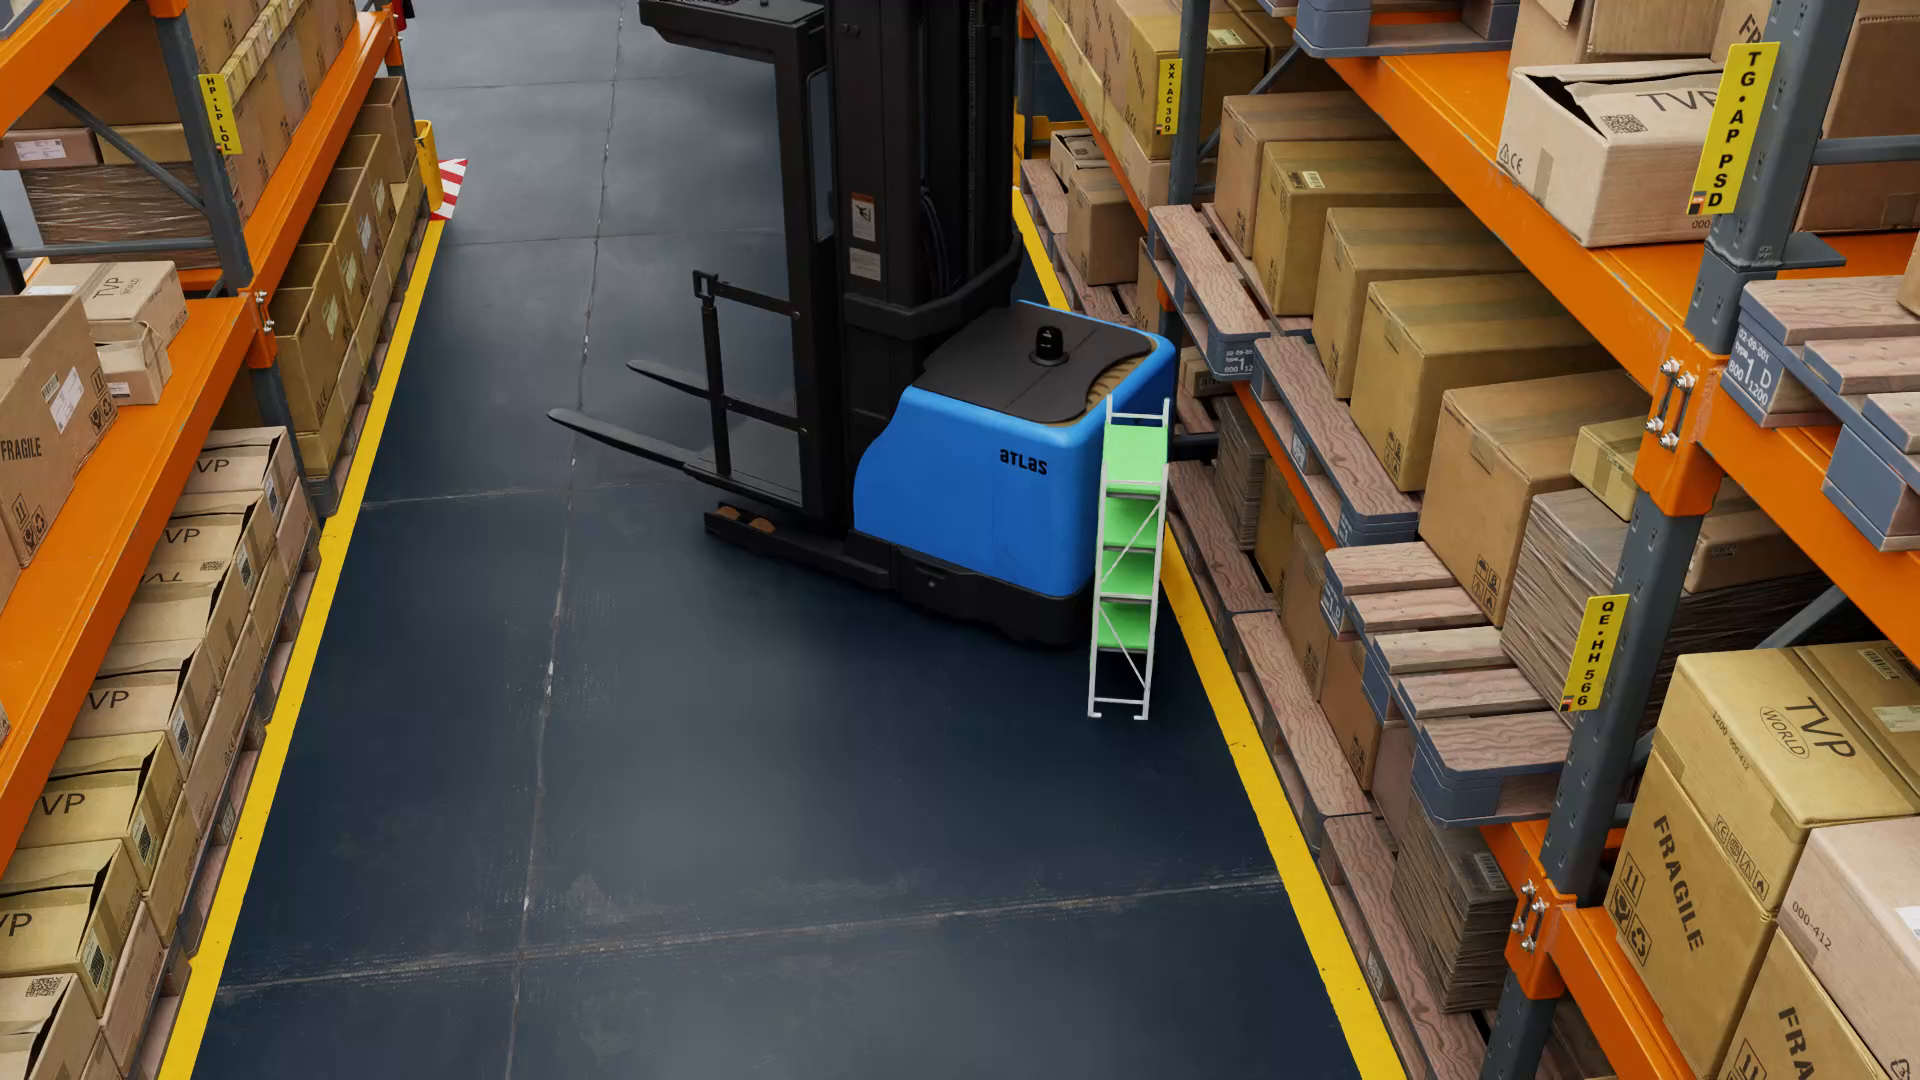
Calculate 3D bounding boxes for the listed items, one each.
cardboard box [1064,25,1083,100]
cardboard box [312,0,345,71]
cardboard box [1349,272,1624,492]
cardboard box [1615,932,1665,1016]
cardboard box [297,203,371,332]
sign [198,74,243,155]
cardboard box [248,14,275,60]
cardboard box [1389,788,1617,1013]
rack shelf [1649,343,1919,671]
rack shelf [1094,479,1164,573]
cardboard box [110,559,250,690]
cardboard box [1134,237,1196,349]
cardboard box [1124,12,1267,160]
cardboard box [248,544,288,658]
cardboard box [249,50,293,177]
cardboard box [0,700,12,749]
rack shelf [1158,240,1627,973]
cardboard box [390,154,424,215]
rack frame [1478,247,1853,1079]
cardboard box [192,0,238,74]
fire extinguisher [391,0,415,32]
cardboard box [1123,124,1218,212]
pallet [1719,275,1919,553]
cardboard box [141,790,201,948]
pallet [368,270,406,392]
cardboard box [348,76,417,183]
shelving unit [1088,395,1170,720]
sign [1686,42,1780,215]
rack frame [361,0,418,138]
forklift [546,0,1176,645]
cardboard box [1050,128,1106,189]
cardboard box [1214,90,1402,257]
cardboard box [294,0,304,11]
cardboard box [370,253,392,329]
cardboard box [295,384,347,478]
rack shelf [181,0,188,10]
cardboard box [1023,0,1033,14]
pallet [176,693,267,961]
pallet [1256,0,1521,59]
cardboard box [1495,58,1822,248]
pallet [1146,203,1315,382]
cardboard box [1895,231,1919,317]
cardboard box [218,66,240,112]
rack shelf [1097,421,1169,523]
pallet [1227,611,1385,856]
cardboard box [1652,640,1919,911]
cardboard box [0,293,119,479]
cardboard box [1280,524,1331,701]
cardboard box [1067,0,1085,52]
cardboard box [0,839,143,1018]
[{"bbox_3d":[0.855,-2.601,9.019,0.500,0.250,0.500,-4,34,-6],"label":"cardboard box"},{"bbox_3d":[-3.891,-2.917,9.278,0.700,0.500,0.500,-4,34,-5],"label":"cardboard box"},{"bbox_3d":[1.705,-0.521,5.371,0.700,0.500,0.500,-4,35,-6],"label":"cardboard box"},{"bbox_3d":[1.783,0.954,3.892,0.380,0.149,0.250,-5,35,-7],"label":"cardboard box"},{"bbox_3d":[-3.365,-1.385,8.522,0.500,0.500,0.500,-4,35,-6],"label":"cardboard box"},{"bbox_3d":[-2.942,-1.690,6.608,0.100,0.325,0.005,-4,35,-6],"label":"sign"},{"bbox_3d":[-3.500,-2.390,7.929,0.380,0.149,0.250,-5,35,-8],"label":"cardboard box"},{"bbox_3d":[1.819,1.111,5.286,0.700,0.500,0.500,-4,34,-6],"label":"cardboard box"},{"bbox_3d":[2.237,0.831,1.842,1.077,0.370,4.000,-4,35,-6],"label":"rack shelf"},{"bbox_3d":[0.663,-0.065,6.468,0.258,0.148,0.480,4,34,5],"label":"rack shelf"},{"bbox_3d":[-2.999,0.306,6.208,0.500,0.311,0.500,-4,35,-7],"label":"cardboard box"},{"bbox_3d":[1.251,-1.300,8.823,0.500,0.500,0.500,-7,35,-10],"label":"cardboard box"},{"bbox_3d":[1.060,-2.071,7.575,0.500,0.500,0.500,-4,35,-6],"label":"cardboard box"},{"bbox_3d":[-3.069,0.257,6.778,0.500,0.250,0.500,-5,35,-7],"label":"cardboard box"},{"bbox_3d":[-3.685,-2.060,8.021,0.700,0.500,0.500,-4,34,-6],"label":"cardboard box"},{"bbox_3d":[-2.869,0.558,4.347,0.500,0.311,0.500,-5,35,-7],"label":"cardboard box"},{"bbox_3d":[1.699,-0.162,5.962,1.077,0.370,4.000,-4,35,-6],"label":"rack shelf"},{"bbox_3d":[-3.651,-2.190,10.369,0.500,0.250,0.500,-4,35,-6],"label":"cardboard box"},{"bbox_3d":[1.968,0.657,4.122,1.000,3.000,0.127,-4,35,-6],"label":"rack frame"},{"bbox_3d":[-3.613,-2.304,7.227,0.700,0.500,0.500,-4,35,-6],"label":"cardboard box"},{"bbox_3d":[-3.572,-3.499,10.289,0.296,0.674,0.183,-4,35,-6],"label":"fire extinguisher"},{"bbox_3d":[1.066,-1.763,7.788,0.500,0.250,0.500,-4,35,-6],"label":"cardboard box"},{"bbox_3d":[2.107,-0.149,2.809,1.213,0.211,1.003,-3,34,-4],"label":"pallet"},{"bbox_3d":[-2.864,1.113,5.522,0.500,0.250,0.500,-5,35,-8],"label":"cardboard box"},{"bbox_3d":[-3.711,-1.175,9.286,1.003,0.211,1.213,-4,35,-6],"label":"pallet"},{"bbox_3d":[-3.649,-2.500,10.158,0.500,0.500,0.500,-4,35,-6],"label":"cardboard box"},{"bbox_3d":[0.663,0.080,6.567,0.258,1.200,0.503,4,34,5],"label":"shelving unit"},{"bbox_3d":[1.430,-0.756,3.073,0.100,0.325,0.005,-4,35,-6],"label":"sign"},{"bbox_3d":[-4.016,-3.430,10.119,1.000,3.000,0.127,-4,35,-6],"label":"rack frame"},{"bbox_3d":[-0.590,-1.379,7.170,3.031,2.935,1.130,19,38,25],"label":"forklift"},{"bbox_3d":[0.896,-2.485,10.729,0.500,0.311,0.500,-8,35,-12],"label":"cardboard box"},{"bbox_3d":[1.465,-1.511,6.825,0.700,0.500,0.500,-4,35,-6],"label":"cardboard box"},{"bbox_3d":[-3.600,-2.818,8.557,0.380,0.149,0.250,-3,34,-5],"label":"cardboard box"},{"bbox_3d":[-3.438,-1.354,9.142,0.500,0.250,0.500,-4,35,-6],"label":"cardboard box"},{"bbox_3d":[-3.240,-0.517,7.913,0.500,0.250,0.500,-4,35,-6],"label":"cardboard box"},{"bbox_3d":[-3.747,-3.256,7.839,1.077,0.370,4.000,-4,35,-6],"label":"rack shelf"},{"bbox_3d":[0.643,-3.457,10.274,0.500,0.250,0.500,-5,35,-8],"label":"cardboard box"},{"bbox_3d":[-3.173,1.045,6.029,1.003,0.211,1.213,-4,35,-6],"label":"pallet"},{"bbox_3d":[1.550,-1.806,5.239,1.213,0.211,1.003,-4,35,-6],"label":"pallet"},{"bbox_3d":[1.604,-0.935,3.856,0.500,0.311,0.500,-4,35,-6],"label":"cardboard box"},{"bbox_3d":[1.389,-1.058,6.809,1.003,0.211,1.213,-4,35,-6],"label":"pallet"},{"bbox_3d":[2.089,-0.544,2.742,0.700,0.500,0.500,-7,35,-10],"label":"cardboard box"},{"bbox_3d":[-3.393,-1.956,7.291,0.380,0.149,0.250,-5,35,-8],"label":"cardboard box"},{"bbox_3d":[0.663,-0.264,6.333,0.258,0.148,0.480,4,34,5],"label":"rack shelf"},{"bbox_3d":[1.704,0.694,6.544,1.003,0.211,1.213,-4,35,-6],"label":"pallet"},{"bbox_3d":[1.777,0.464,3.369,0.500,0.250,0.500,-4,34,-5],"label":"cardboard box"},{"bbox_3d":[-3.320,-0.515,5.754,0.500,0.500,0.500,-2,34,-3],"label":"cardboard box"},{"bbox_3d":[1.693,0.258,6.537,0.700,0.500,0.500,-4,34,-6],"label":"cardboard box"},{"bbox_3d":[0.859,-2.921,8.823,0.500,0.500,0.500,-3,34,-5],"label":"cardboard box"},{"bbox_3d":[-2.799,1.159,4.957,0.500,0.311,0.500,-5,35,-8],"label":"cardboard box"}]
